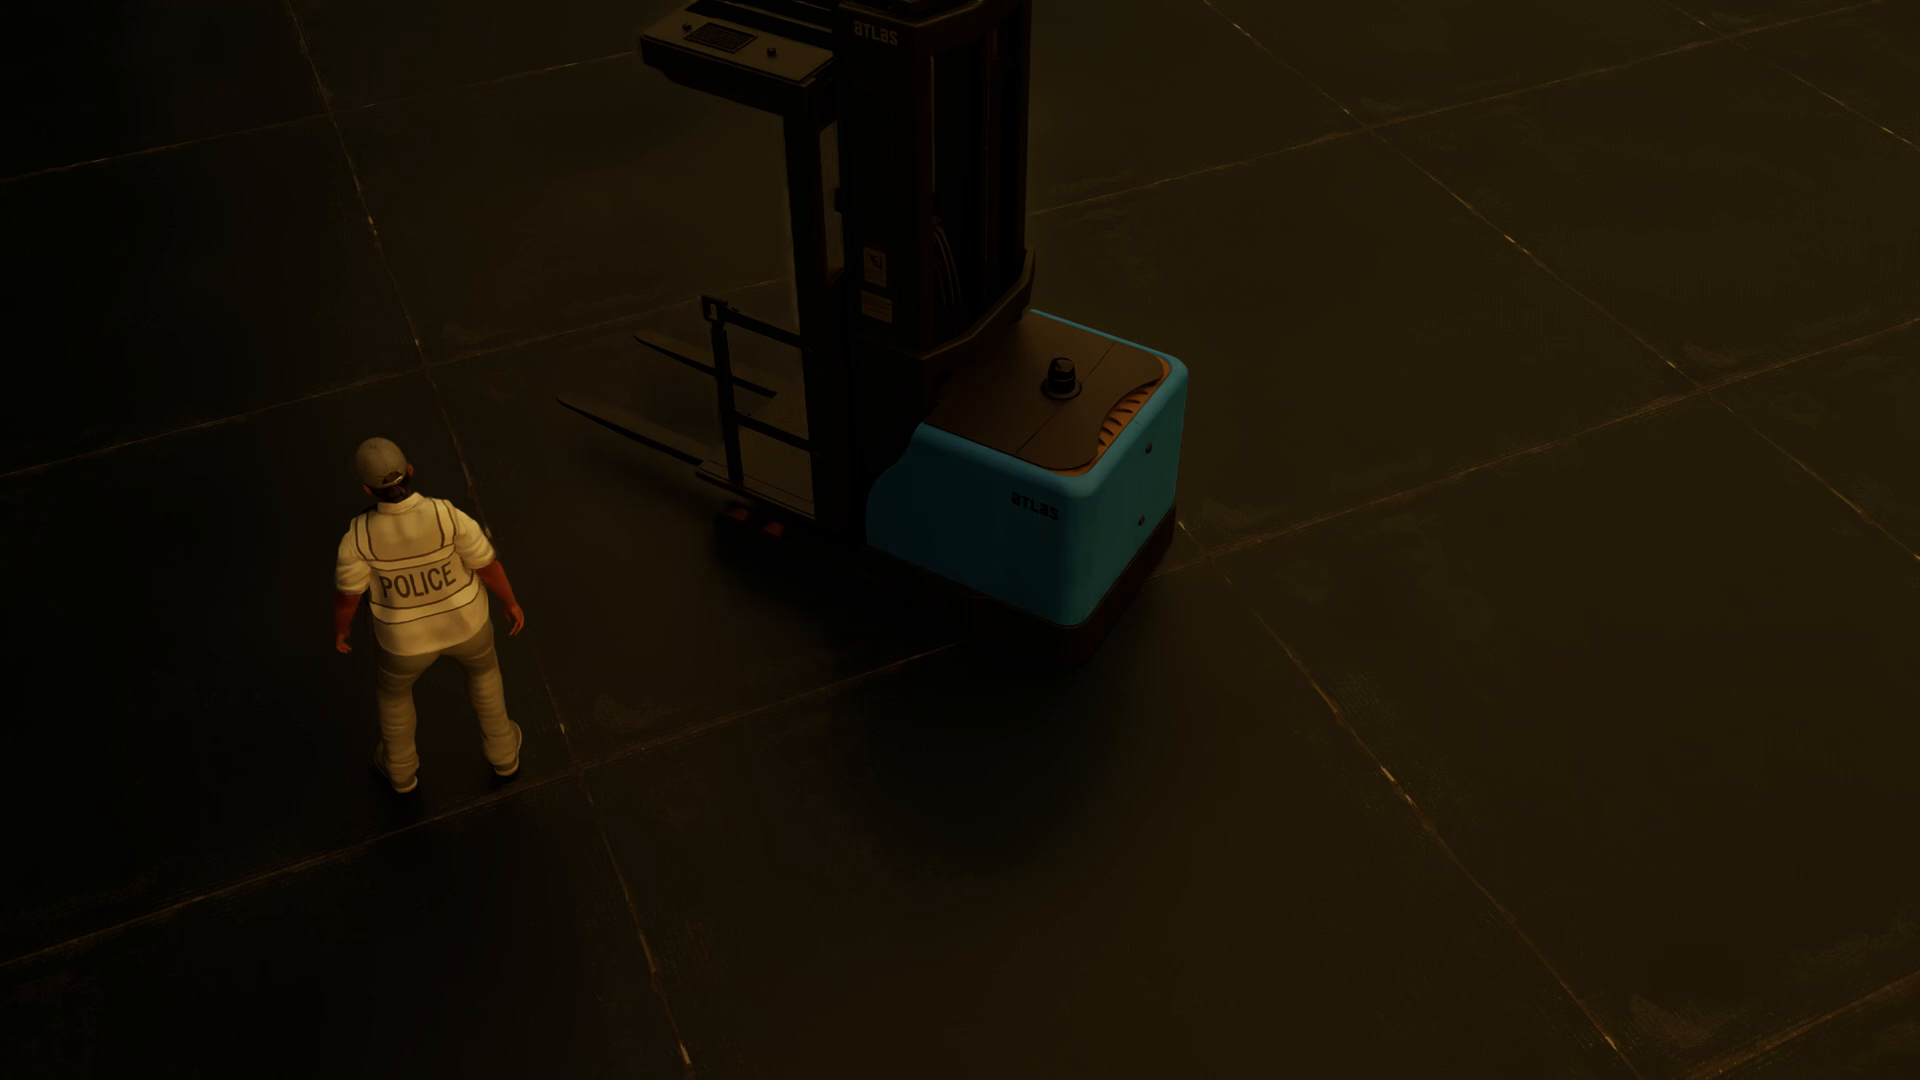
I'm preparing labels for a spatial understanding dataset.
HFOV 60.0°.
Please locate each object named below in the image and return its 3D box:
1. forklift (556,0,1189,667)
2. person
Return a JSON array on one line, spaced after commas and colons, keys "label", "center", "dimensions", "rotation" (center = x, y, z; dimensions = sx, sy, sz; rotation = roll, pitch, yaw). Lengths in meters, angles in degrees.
[{"label": "forklift", "center": [-0.540, -1.283, 7.055], "dimensions": [3.031, 2.935, 1.130], "rotation": [22, 47, 22]}, {"label": "person", "center": [-2.031, 0.298, 6.305], "dimensions": [0.708, 1.646, 0.433], "rotation": [-17, 46, -17]}]
